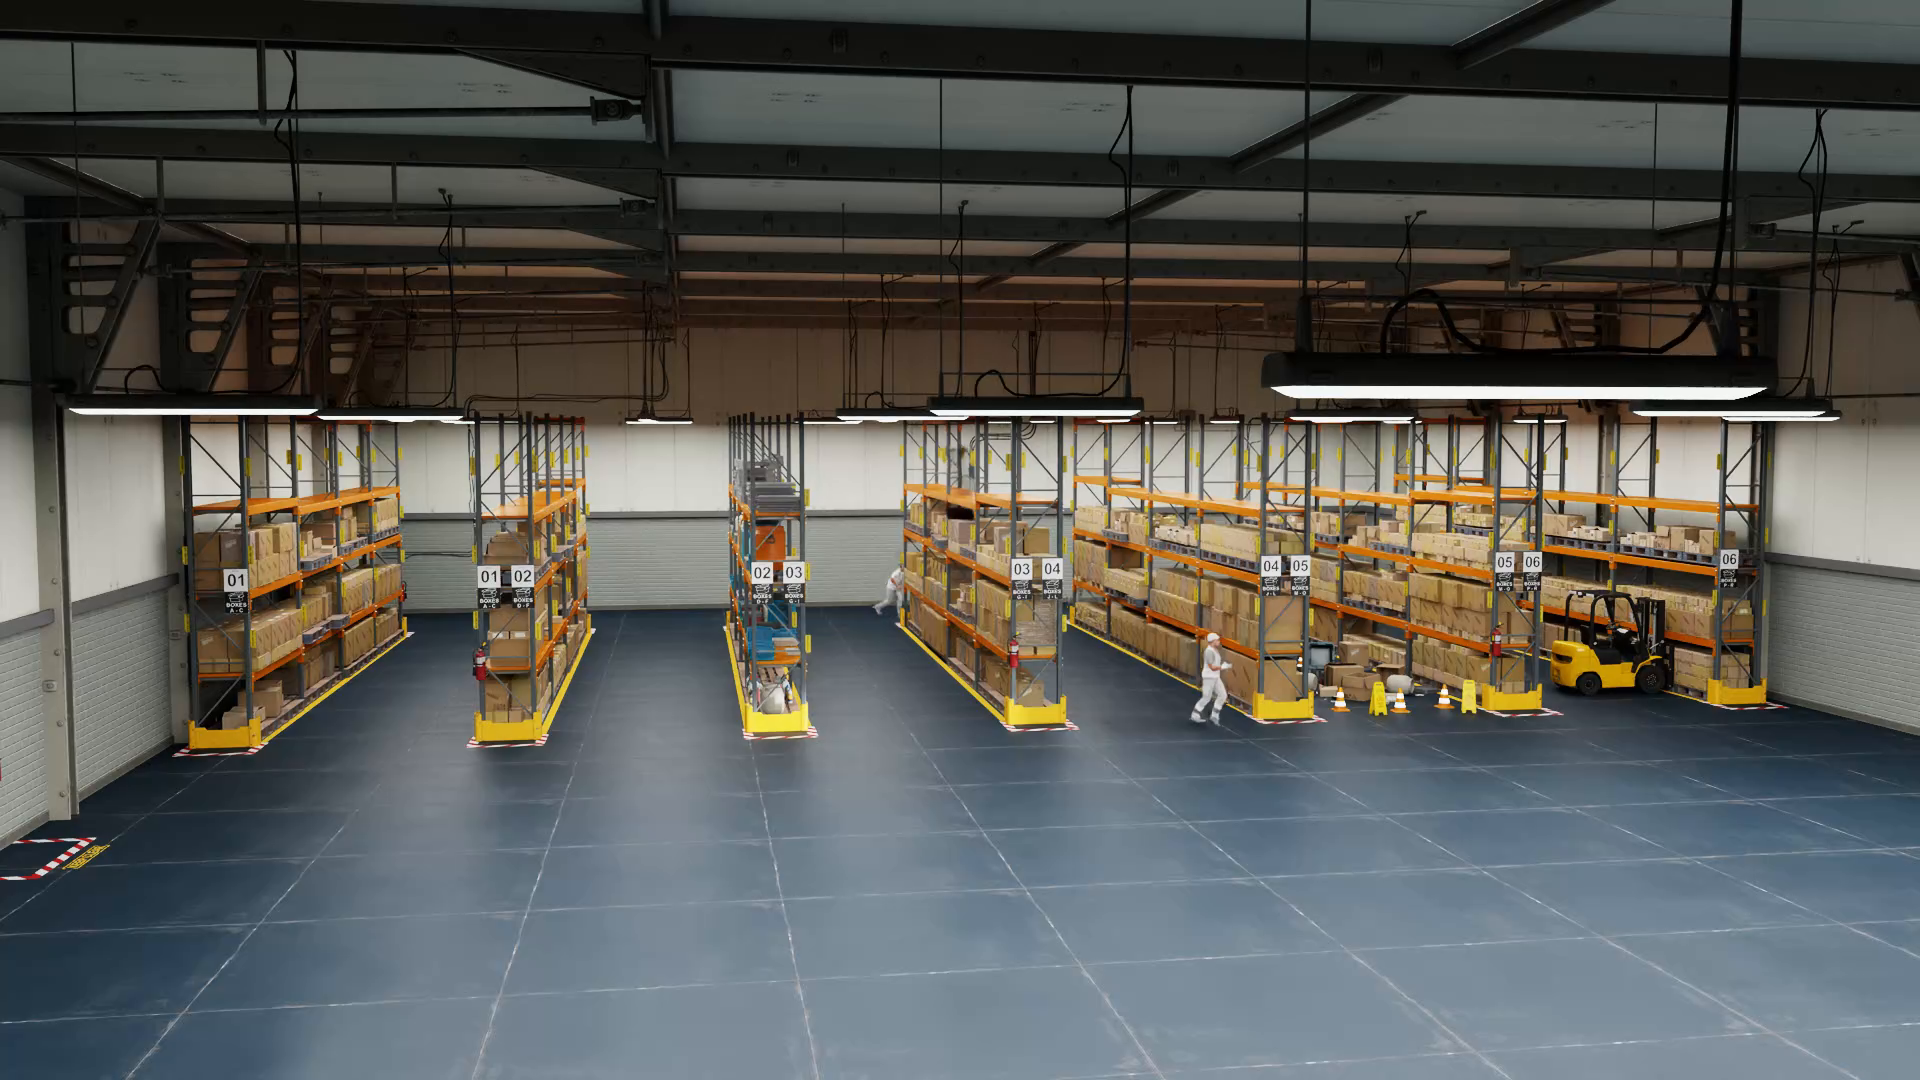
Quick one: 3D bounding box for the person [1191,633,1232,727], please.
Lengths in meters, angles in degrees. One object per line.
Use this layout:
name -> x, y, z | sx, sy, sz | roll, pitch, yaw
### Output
person -> 4.821, 2.689, 31.800 | 0.802, 1.847, 0.639 | 2, 4, 26

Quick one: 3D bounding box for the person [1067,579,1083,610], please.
person -> 3.512, 1.556, 49.567 | 0.540, 1.614, 0.549 | -2, 4, -24

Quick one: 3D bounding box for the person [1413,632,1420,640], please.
person -> 11.691, 2.043, 41.904 | 0.579, 1.693, 0.846 | -1, 4, -8

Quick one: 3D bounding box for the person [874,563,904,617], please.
person -> -2.076, 1.516, 49.939 | 1.010, 1.720, 0.693 | 1, 4, 11
